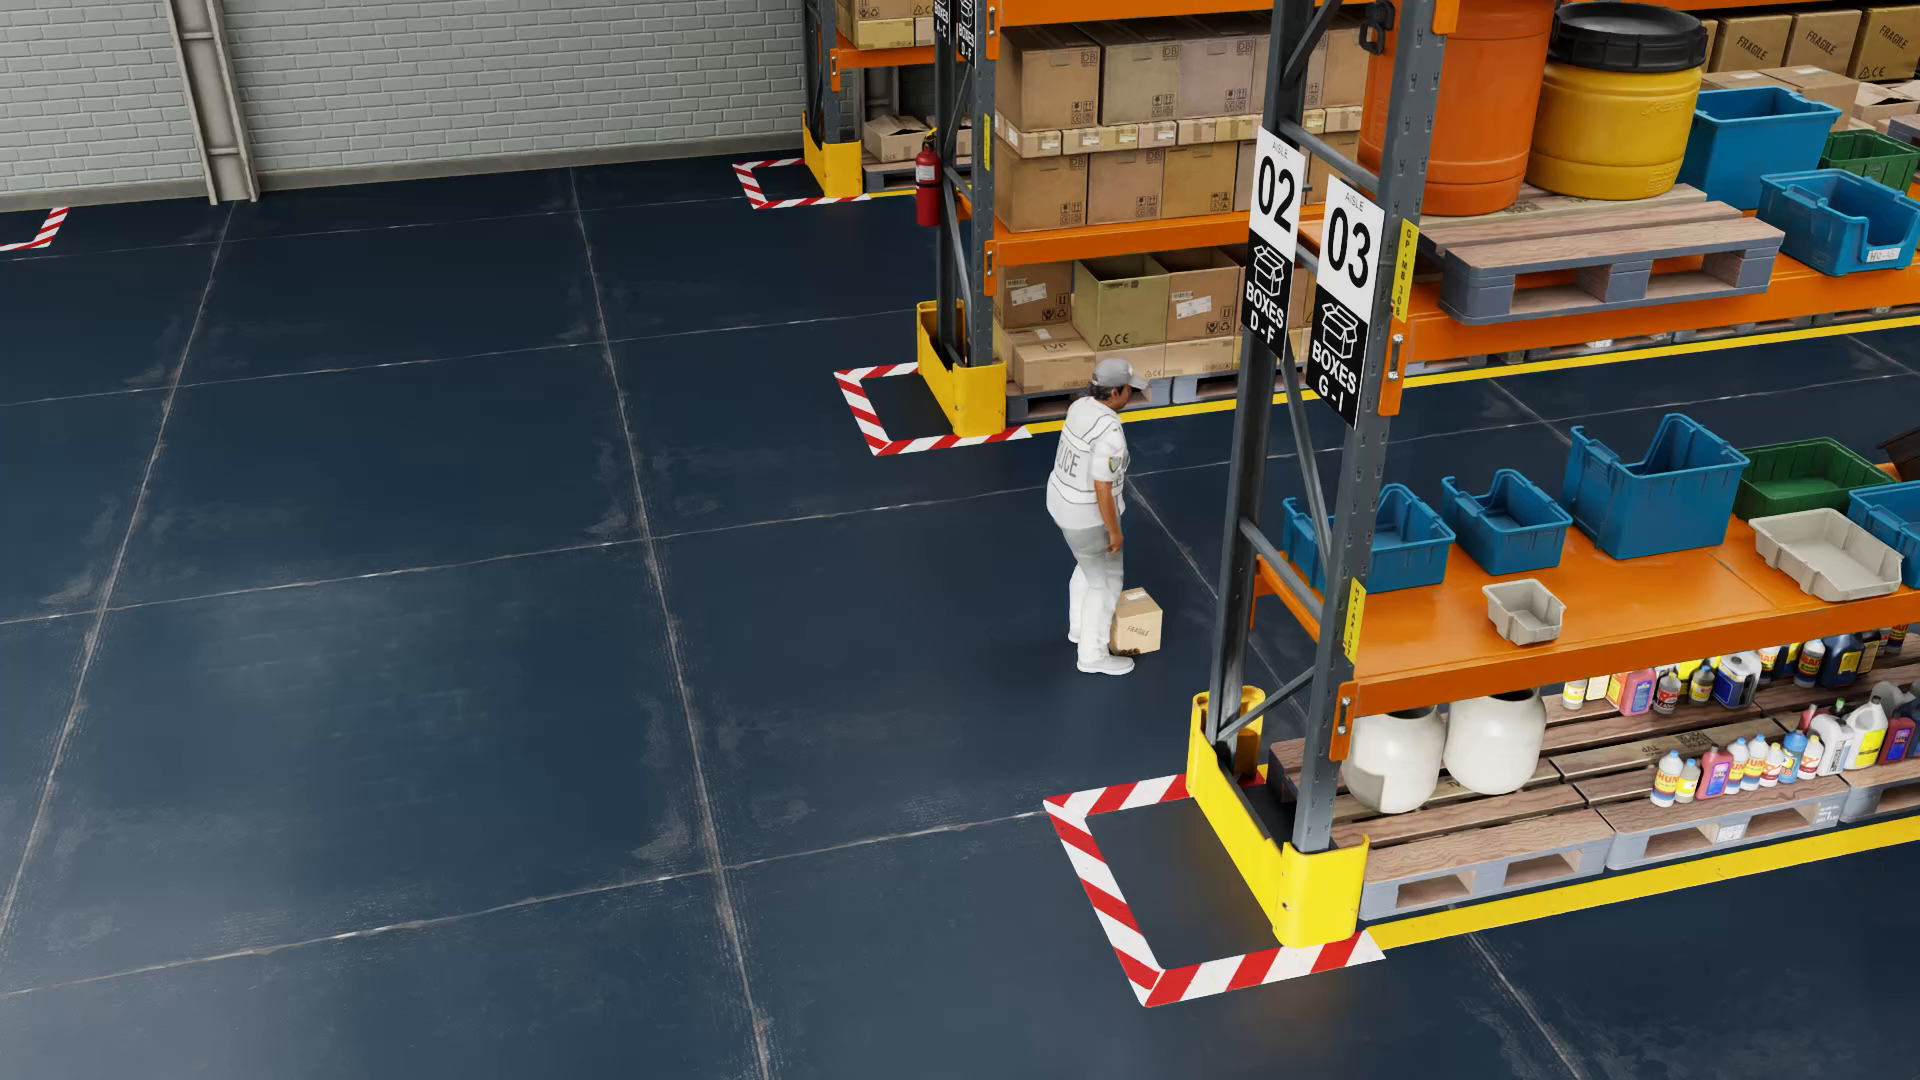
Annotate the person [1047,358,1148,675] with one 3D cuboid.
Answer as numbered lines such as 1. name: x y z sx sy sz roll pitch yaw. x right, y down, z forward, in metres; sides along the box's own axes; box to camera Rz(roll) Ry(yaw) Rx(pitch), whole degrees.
1. person: 0.700 -0.137 8.459 0.473 1.666 0.547 -8 31 -14
